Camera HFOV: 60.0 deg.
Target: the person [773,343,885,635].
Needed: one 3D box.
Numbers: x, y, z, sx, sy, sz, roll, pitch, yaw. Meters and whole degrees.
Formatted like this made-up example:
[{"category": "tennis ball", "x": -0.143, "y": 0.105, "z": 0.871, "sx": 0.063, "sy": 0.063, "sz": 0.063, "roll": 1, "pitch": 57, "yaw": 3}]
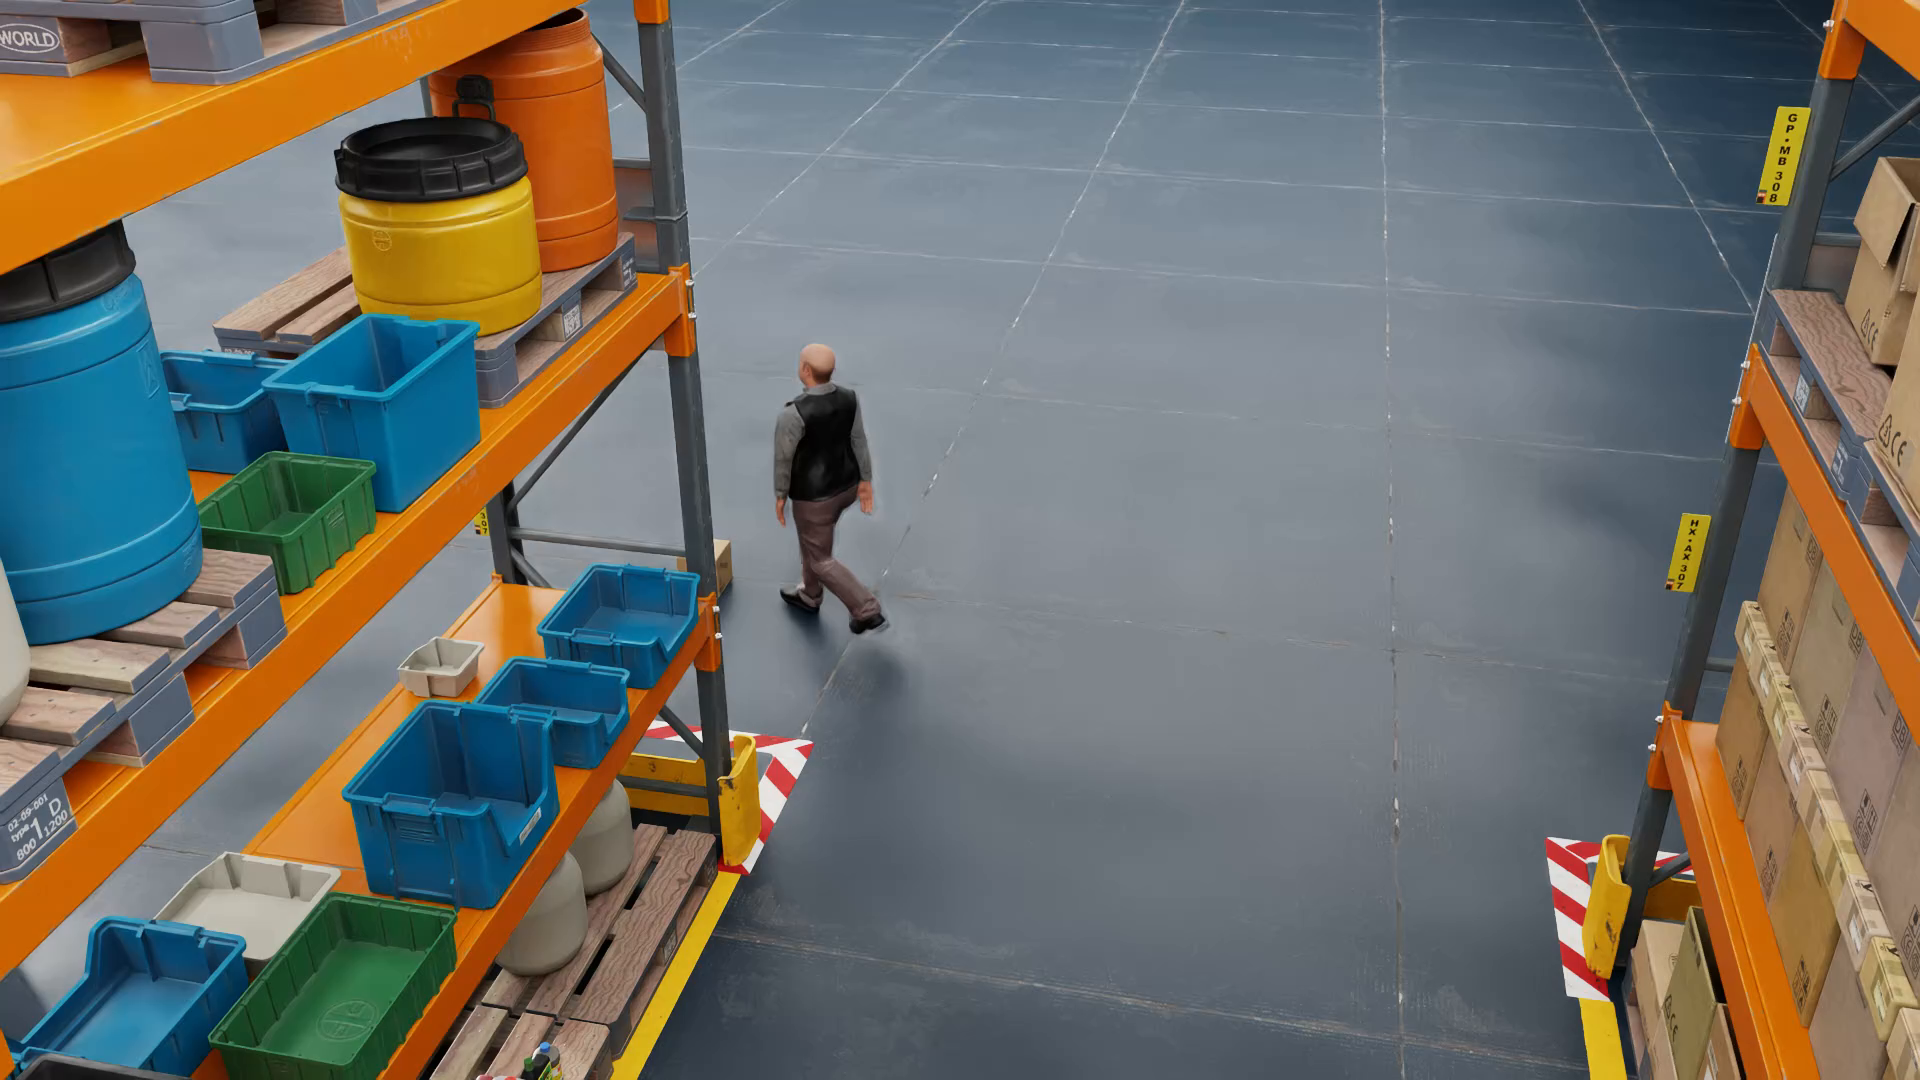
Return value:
[{"category": "person", "x": -0.751, "y": -0.259, "z": 9.136, "sx": 0.873, "sy": 1.694, "sz": 0.554, "roll": 23, "pitch": 36, "yaw": 35}]
